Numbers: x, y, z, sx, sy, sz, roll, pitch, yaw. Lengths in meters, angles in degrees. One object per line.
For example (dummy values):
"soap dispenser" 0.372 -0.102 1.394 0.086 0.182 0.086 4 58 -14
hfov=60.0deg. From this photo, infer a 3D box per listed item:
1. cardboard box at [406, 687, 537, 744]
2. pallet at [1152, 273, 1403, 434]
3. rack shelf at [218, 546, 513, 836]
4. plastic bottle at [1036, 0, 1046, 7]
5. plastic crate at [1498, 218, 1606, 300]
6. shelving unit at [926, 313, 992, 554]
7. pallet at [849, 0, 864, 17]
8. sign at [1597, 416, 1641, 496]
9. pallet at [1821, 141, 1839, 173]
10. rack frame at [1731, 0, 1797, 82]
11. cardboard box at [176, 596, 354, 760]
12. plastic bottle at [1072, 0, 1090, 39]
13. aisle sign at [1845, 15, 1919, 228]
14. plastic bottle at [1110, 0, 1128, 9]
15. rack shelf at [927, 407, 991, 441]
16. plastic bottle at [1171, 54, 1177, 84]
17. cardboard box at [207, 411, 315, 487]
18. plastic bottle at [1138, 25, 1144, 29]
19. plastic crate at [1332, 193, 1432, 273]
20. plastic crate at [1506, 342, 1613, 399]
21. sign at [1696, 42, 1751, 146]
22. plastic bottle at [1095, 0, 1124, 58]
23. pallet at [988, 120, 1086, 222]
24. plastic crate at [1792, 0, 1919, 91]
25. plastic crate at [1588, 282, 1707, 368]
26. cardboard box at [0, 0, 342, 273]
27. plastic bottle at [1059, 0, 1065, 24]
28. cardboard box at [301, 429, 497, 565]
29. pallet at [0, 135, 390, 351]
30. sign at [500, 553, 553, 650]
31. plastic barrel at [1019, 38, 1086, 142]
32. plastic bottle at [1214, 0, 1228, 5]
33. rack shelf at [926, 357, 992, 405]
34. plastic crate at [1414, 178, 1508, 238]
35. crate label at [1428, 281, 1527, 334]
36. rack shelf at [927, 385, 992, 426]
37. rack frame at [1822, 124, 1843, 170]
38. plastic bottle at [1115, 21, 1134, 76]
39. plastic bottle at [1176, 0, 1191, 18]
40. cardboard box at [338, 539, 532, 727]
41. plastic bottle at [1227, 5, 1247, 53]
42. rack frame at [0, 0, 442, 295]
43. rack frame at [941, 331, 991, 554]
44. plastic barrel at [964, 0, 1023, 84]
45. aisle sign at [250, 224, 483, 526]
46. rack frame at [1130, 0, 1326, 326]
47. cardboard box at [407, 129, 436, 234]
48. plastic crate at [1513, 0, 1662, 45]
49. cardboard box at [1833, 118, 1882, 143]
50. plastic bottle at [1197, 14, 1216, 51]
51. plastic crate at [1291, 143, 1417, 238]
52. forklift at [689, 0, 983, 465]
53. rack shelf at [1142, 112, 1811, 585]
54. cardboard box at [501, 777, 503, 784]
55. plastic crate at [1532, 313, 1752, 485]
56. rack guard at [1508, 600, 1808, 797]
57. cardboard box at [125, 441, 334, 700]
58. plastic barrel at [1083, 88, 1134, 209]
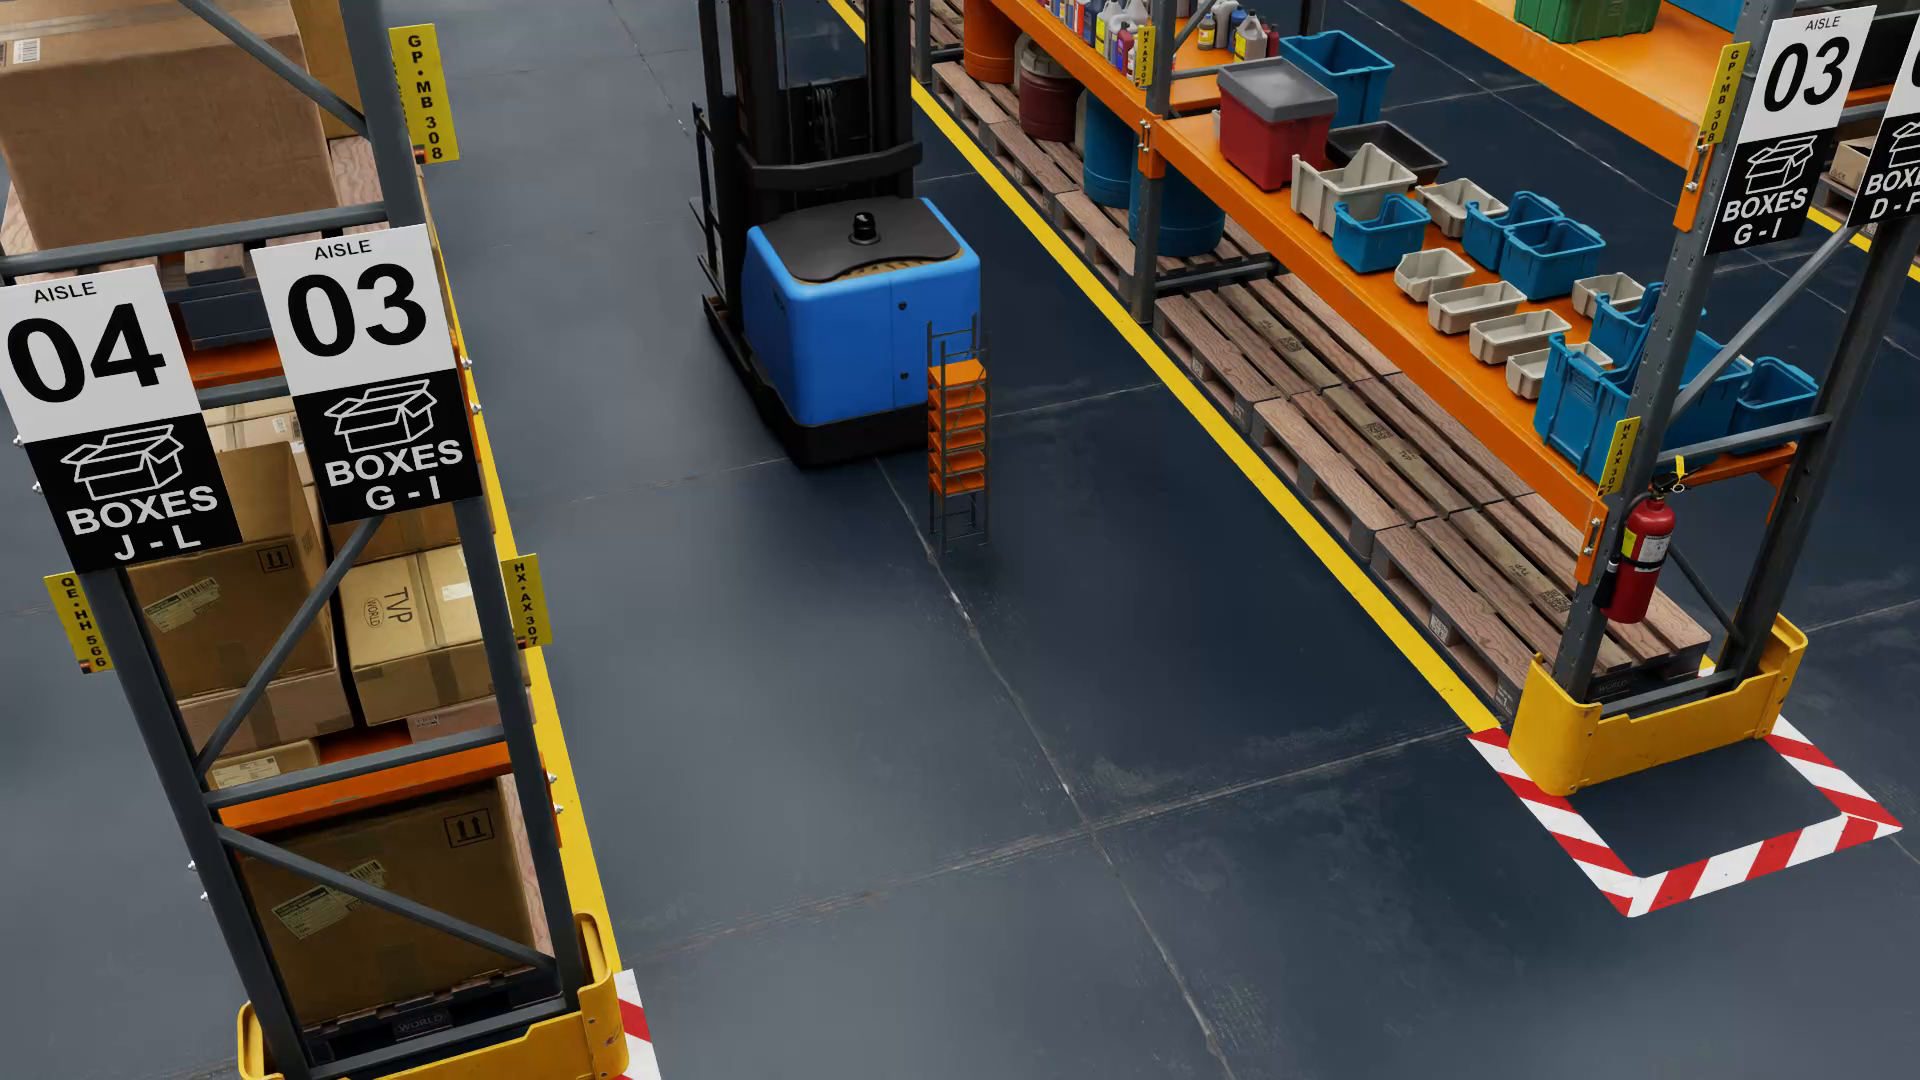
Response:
"cardboard box" -1.568 0.499 5.304 0.380 0.149 0.250 -12 39 -15
"pallet" 1.808 -1.097 9.531 1.003 0.211 1.213 -12 39 -16
"rack shelf" -2.444 -0.253 6.529 0.919 0.124 3.809 -12 39 -16
"plastic bottle" 0.532 -3.547 10.562 0.061 0.283 0.133 -12 39 -16
"plastic crate" 2.666 -1.267 7.528 0.416 0.233 0.300 -12 39 -16
"shelving unit" -0.005 -0.487 7.900 0.258 1.200 0.189 -12 39 -16
"pallet" -0.504 -4.897 14.576 1.003 0.211 1.213 -12 39 -16
"sign" 2.384 -0.300 6.020 0.100 0.325 0.005 -12 39 -16
"pallet" 5.855 -2.979 12.030 1.003 0.211 1.213 -12 39 -16
"rack frame" 2.895 -2.755 4.428 1.000 3.000 0.127 -12 39 -16
"cardboard box" -2.171 0.389 5.117 0.500 0.250 0.500 -13 39 -17
"plastic bottle" 0.780 -3.215 10.129 0.152 0.276 0.135 -12 39 -16
"aisle sign" 3.199 -1.417 5.478 0.394 0.787 0.004 -12 39 -16
"plastic bottle" 0.967 -3.184 10.025 0.144 0.351 0.185 -12 39 -16
"rack shelf" -0.005 -0.548 7.854 0.258 0.103 0.180 -12 39 -16
"plastic bottle" 1.190 -2.731 9.547 0.097 0.201 0.097 0 37 0
"cardboard box" -2.521 -0.185 5.879 0.500 0.250 0.500 -14 39 -17
"plastic bottle" 1.064 -2.937 9.821 0.097 0.201 0.097 0 37 0
"plastic crate" 1.948 -1.422 7.735 0.416 0.233 0.300 -12 39 -16
"plastic crate" 2.444 -0.700 6.856 0.396 0.136 0.243 -12 39 -16
"sign" 2.384 -1.392 5.198 0.100 0.325 0.005 -12 39 -16
"plastic bottle" 0.895 -3.050 9.847 0.144 0.351 0.185 -12 39 -16
"pallet" 0.869 -2.639 11.578 1.003 0.211 1.213 -12 39 -16
"plastic crate" 3.024 -1.779 5.735 0.497 0.269 0.590 -12 39 -16
"plastic crate" 2.893 -0.895 7.034 0.416 0.233 0.300 -12 39 -16
"cardboard box" -1.985 -1.061 4.157 0.700 0.500 0.500 -15 39 -19
"plastic bottle" 0.668 -3.321 10.331 0.097 0.201 0.097 0 37 0
"cardboard box" -1.839 -0.301 5.410 0.500 0.500 0.500 -13 39 -17
"pallet" -2.021 -0.912 4.549 1.003 0.211 1.213 -12 39 -16
"sign" -1.232 0.178 4.735 0.100 0.325 0.005 -12 39 -16
"plastic barrel" 0.715 -3.171 11.622 0.600 0.588 0.708 -12 39 -16
"plastic bottle" 1.577 -3.185 10.092 0.097 0.271 0.097 0 37 0
"rack shelf" -0.005 -0.739 7.710 0.258 0.103 0.180 -12 39 -16
"plastic crate" 2.400 -1.615 8.070 0.293 0.136 0.466 -12 39 -16
"crate label" 2.239 -1.019 7.279 0.396 0.136 0.243 -12 39 -16
"rack shelf" -0.005 -0.644 7.782 0.258 0.103 0.180 -12 39 -16
"rack frame" 6.171 -3.641 10.591 1.000 3.000 0.127 -12 39 -16
"plastic bottle" 0.957 -2.848 9.635 0.061 0.283 0.133 -12 39 -16
"plastic bottle" 1.398 -3.432 10.416 0.152 0.276 0.135 -12 39 -16
"cardboard box" -1.667 0.281 5.261 0.500 0.250 0.500 -13 39 -17
"plastic bottle" 1.657 -3.054 9.918 0.097 0.271 0.097 0 37 0
"rack frame" -1.755 -1.729 3.066 1.000 3.000 0.127 -12 39 -16
"rack frame" 0.026 -0.436 7.831 0.240 1.200 0.006 -12 39 -16
"plastic barrel" 0.326 -3.906 12.397 0.600 0.830 0.708 -12 39 -16
"aisle sign" -1.449 -0.393 4.117 0.394 0.787 0.004 -12 39 -16
"rack frame" 1.519 -2.618 9.232 1.000 3.000 0.127 -12 39 -16
"cardboard box" -3.679 -1.773 9.528 1.225 0.875 0.875 -14 39 -18
"plastic crate" 2.288 -1.970 6.055 0.450 0.188 0.336 -12 39 -16
"cardboard box" 6.233 -3.142 11.641 0.500 0.500 0.500 -14 39 -18
"plastic bottle" 1.480 -3.049 9.970 0.097 0.201 0.097 0 37 0
"plastic crate" 1.871 -1.694 8.054 0.437 0.282 0.530 -12 39 -16
"forklift" -0.893 -2.448 9.063 1.130 2.935 3.031 -13 39 -17
"rack shelf" 2.207 -1.201 7.949 1.077 0.370 4.000 -12 39 -16
"cardboard box" -2.364 0.489 6.524 0.875 0.875 0.875 -12 39 -16
"plastic crate" 2.604 -0.547 6.404 0.616 0.435 0.499 -12 39 -16
"rack guard" 2.915 0.651 6.970 1.175 0.500 0.348 -12 39 -16
"cardboard box" -2.170 0.088 4.894 0.500 0.500 0.500 -12 39 -15
"plastic barrel" 1.104 -2.658 10.681 0.600 0.901 0.708 -12 39 -16
